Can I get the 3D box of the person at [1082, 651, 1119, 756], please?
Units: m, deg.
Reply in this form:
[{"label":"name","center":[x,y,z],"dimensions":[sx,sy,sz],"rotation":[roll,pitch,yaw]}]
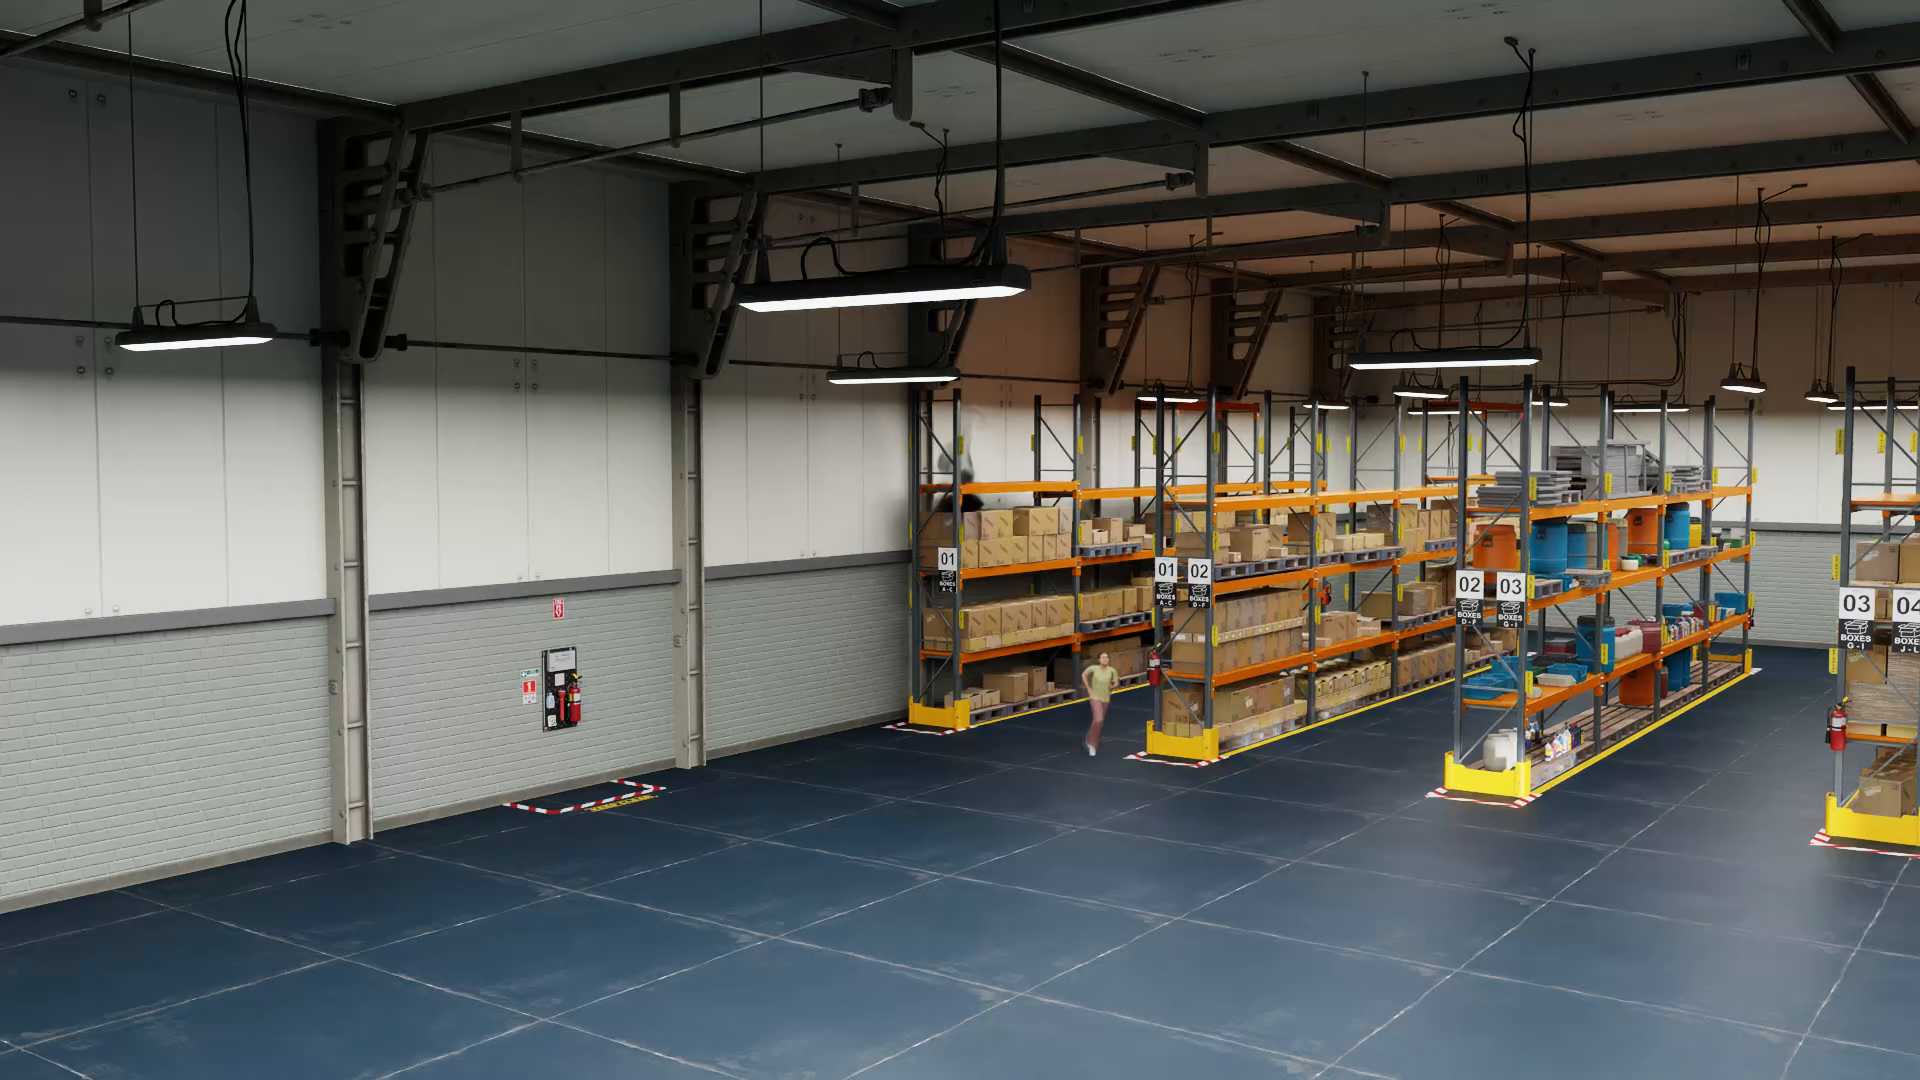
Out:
[{"label":"person","center":[2.294,2.638,27.048],"dimensions":[0.558,1.712,0.709],"rotation":[-1,3,-16]}]
